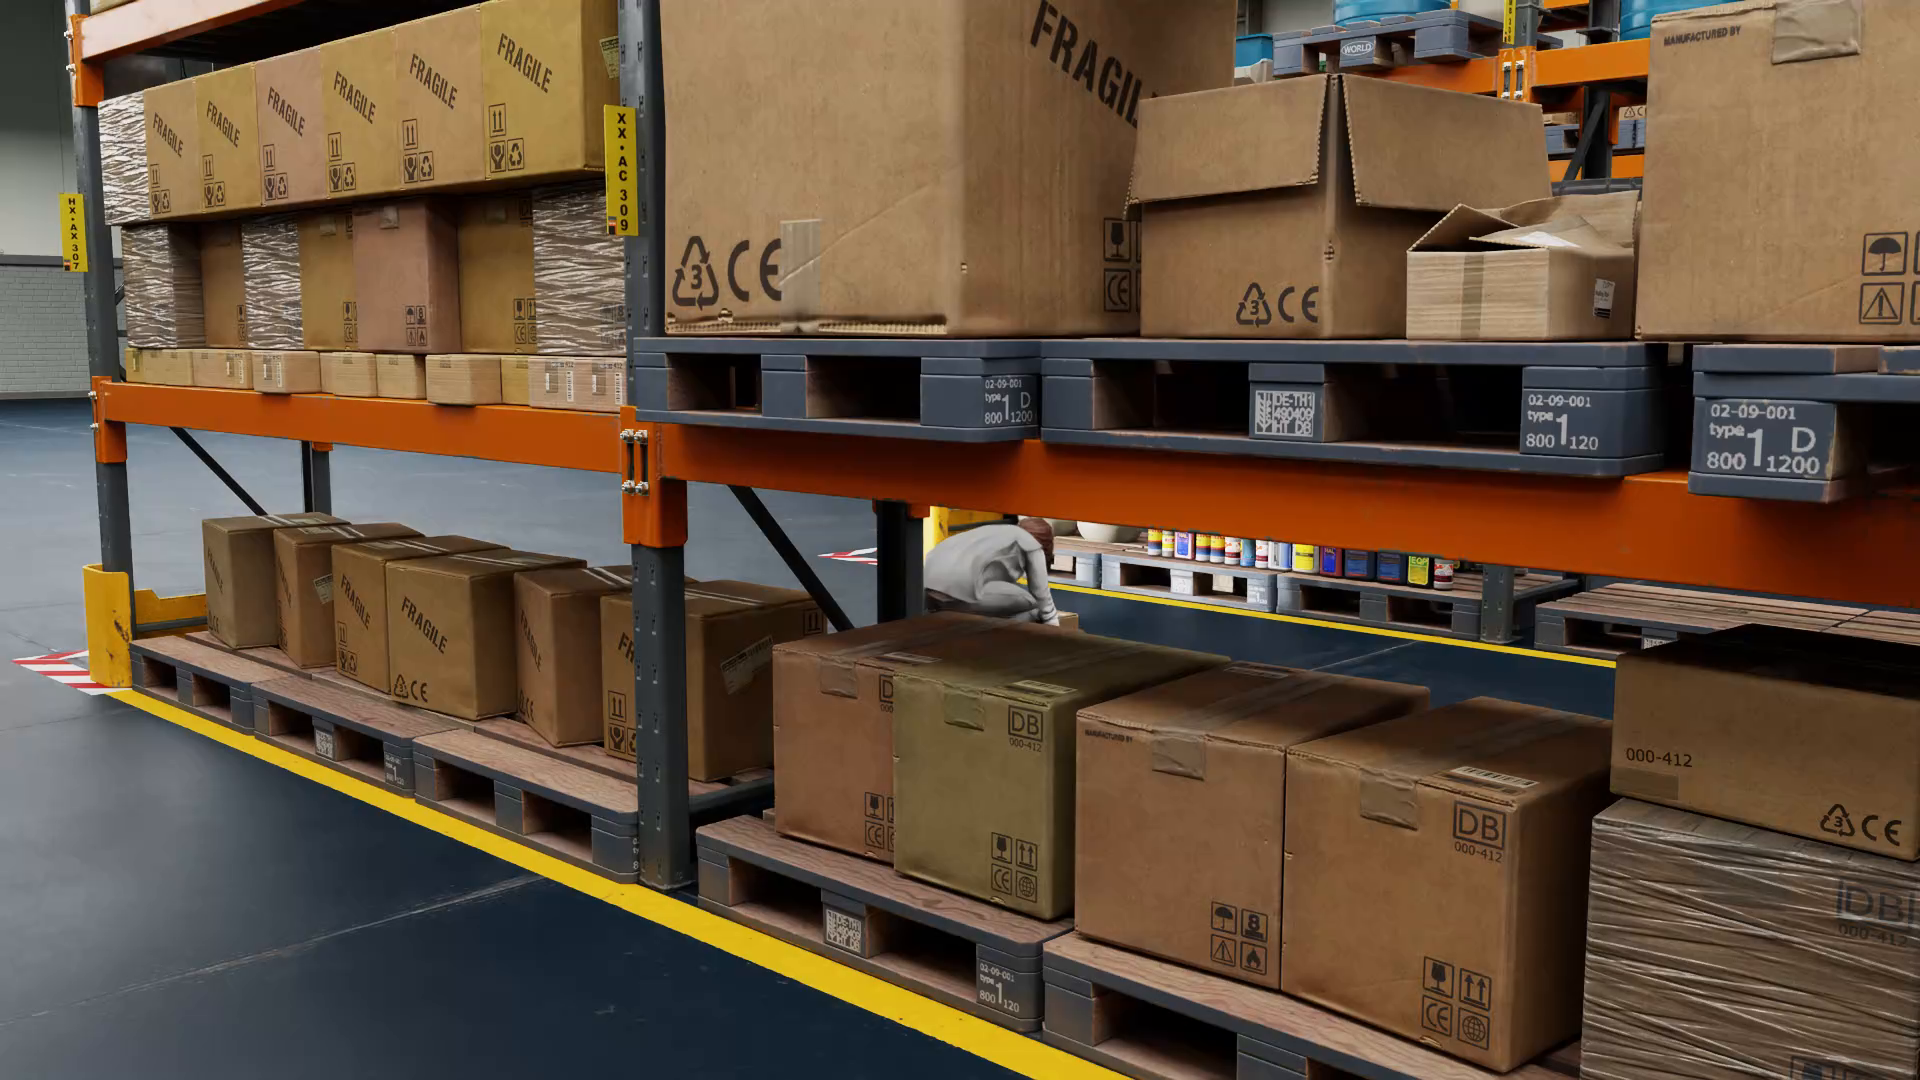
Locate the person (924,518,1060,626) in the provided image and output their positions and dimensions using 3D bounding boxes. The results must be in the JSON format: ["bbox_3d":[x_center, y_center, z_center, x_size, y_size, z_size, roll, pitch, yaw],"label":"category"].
[{"bbox_3d":[6.799,-1.494,0.188,19.451,6.022,24.670,7,10,42],"label":"person"}]
